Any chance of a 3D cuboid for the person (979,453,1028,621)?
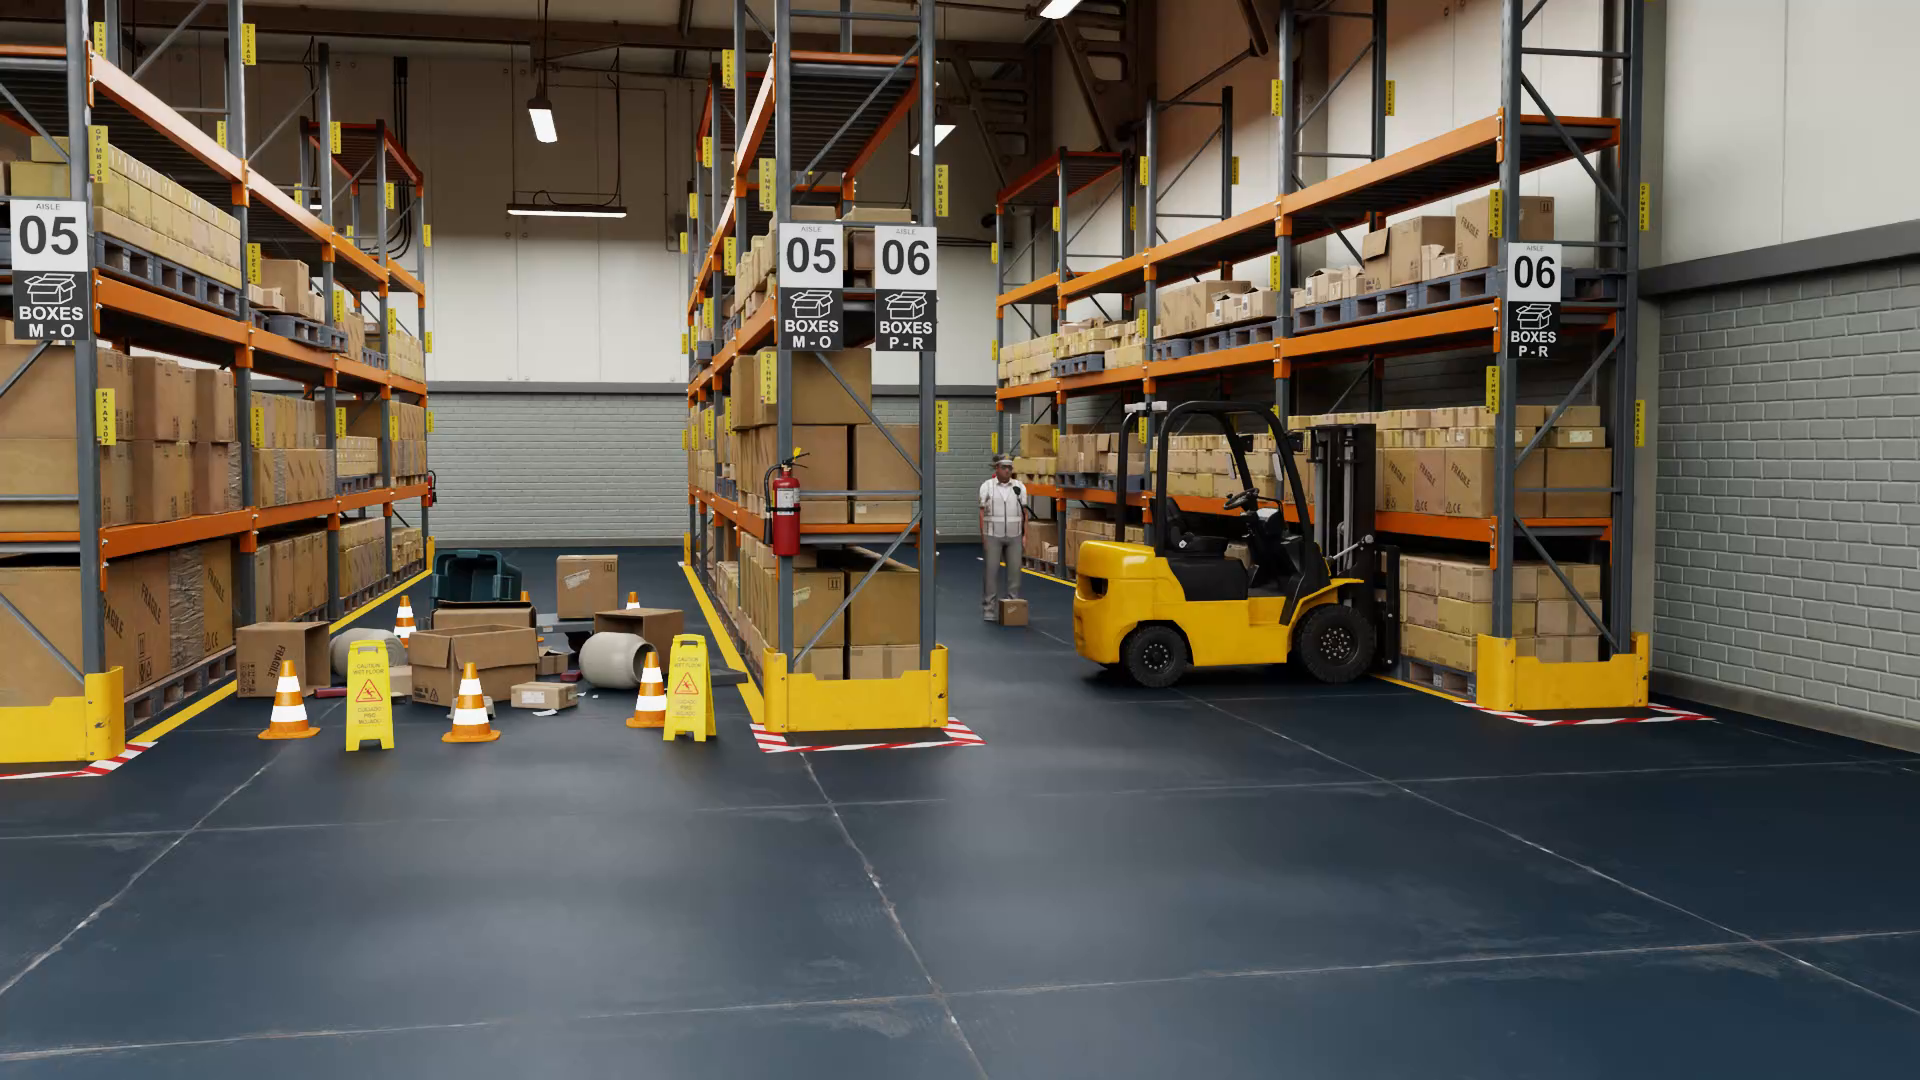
[{"bbox_3d":[0.467,-0.032,17.584,0.523,1.762,0.393,-1,3,-10],"label":"person"}]
